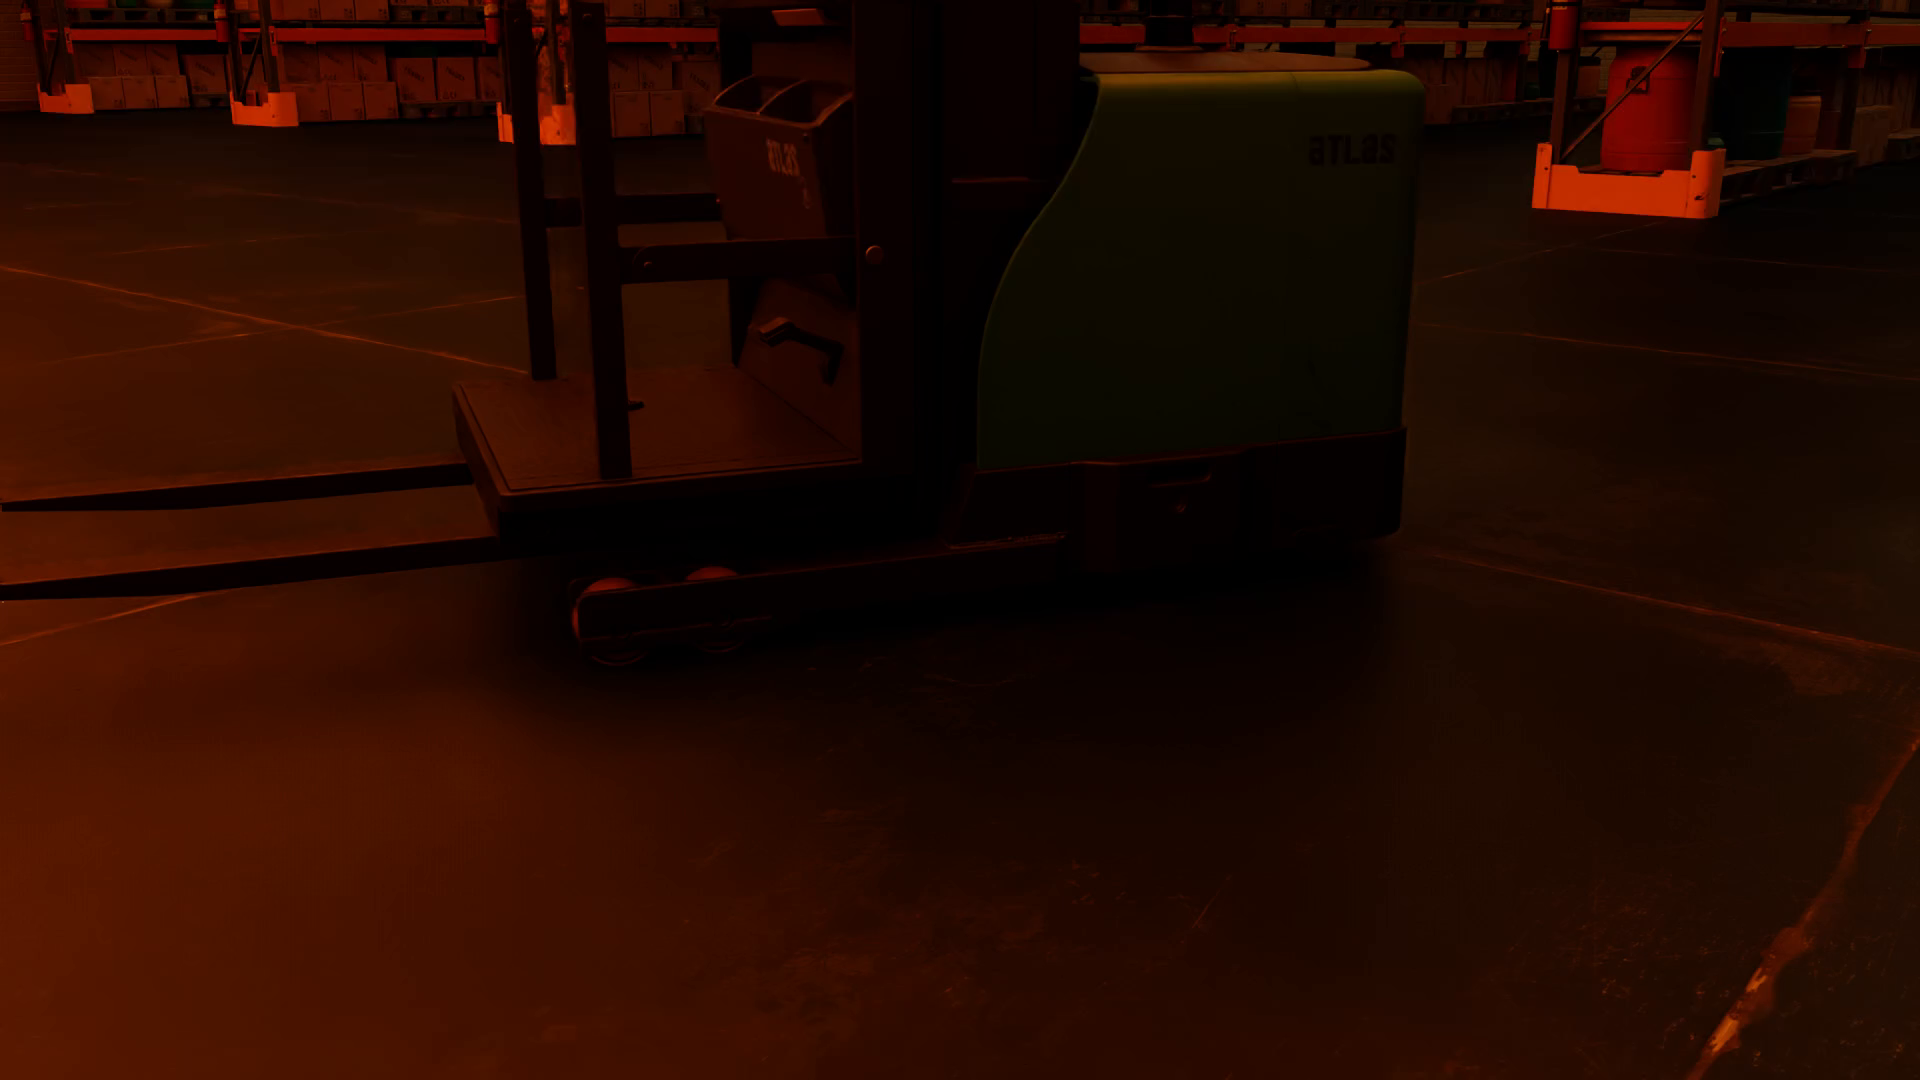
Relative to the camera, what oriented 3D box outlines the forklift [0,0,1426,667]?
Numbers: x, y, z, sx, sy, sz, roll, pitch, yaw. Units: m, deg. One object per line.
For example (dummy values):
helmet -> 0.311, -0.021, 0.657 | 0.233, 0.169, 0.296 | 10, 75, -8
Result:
forklift -> -0.569, -1.336, 3.297 | 3.031, 2.935, 1.130 | -6, 18, -20
